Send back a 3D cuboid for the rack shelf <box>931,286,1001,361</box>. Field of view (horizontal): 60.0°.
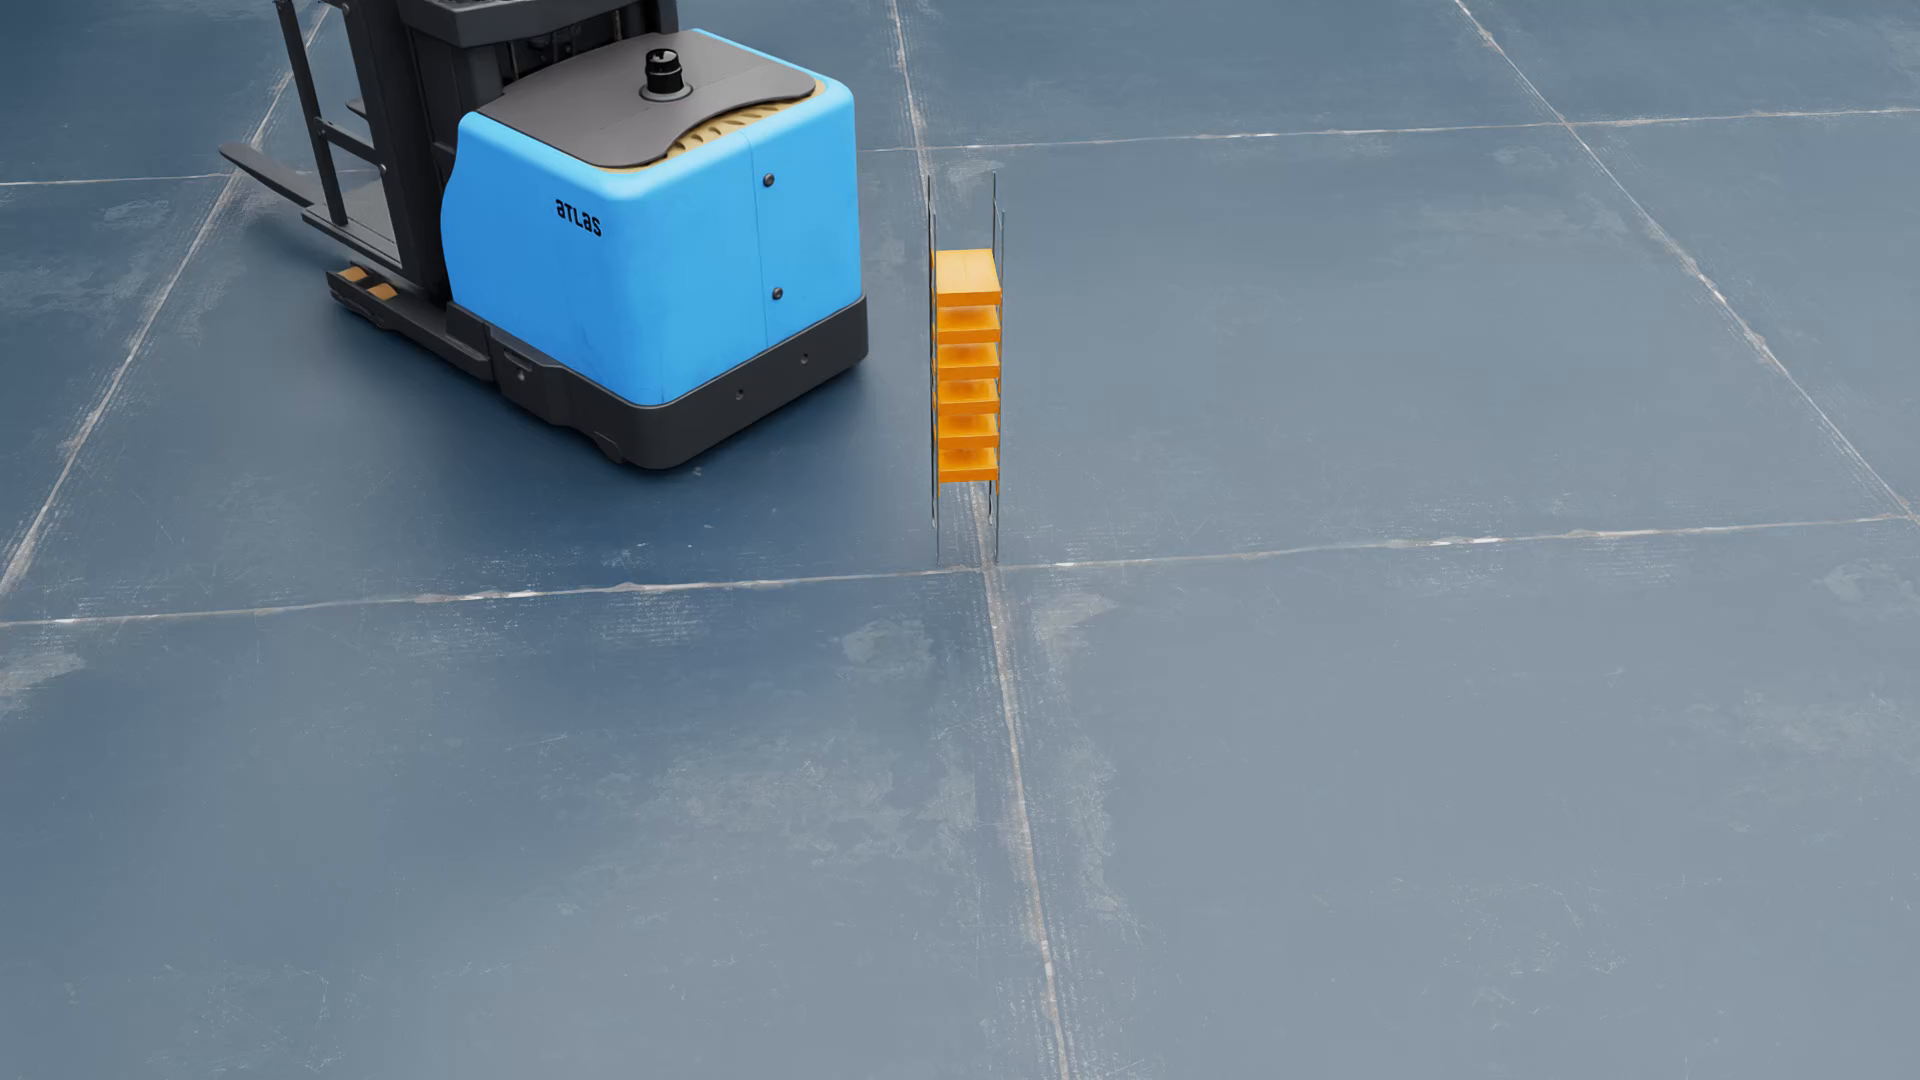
[{"bbox_3d":[0.014,-0.625,4.758,0.180,0.103,0.258,-3,38,-4],"label":"rack shelf"}]

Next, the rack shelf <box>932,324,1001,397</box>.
[{"bbox_3d":[0.014,-0.531,4.833,0.180,0.103,0.258,-3,38,-4],"label":"rack shelf"}]

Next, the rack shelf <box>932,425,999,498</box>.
[{"bbox_3d":[0.014,-0.249,5.056,0.180,0.103,0.258,-3,38,-4],"label":"rack shelf"}]

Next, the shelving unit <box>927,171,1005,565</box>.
[{"bbox_3d":[0.014,-0.472,4.879,0.189,1.200,0.258,-3,38,-4],"label":"shelving unit"}]

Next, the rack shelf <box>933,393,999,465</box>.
[{"bbox_3d":[0.014,-0.343,4.981,0.180,0.103,0.258,-3,38,-4],"label":"rack shelf"}]

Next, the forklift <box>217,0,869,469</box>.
[{"bbox_3d":[-1.767,-2.127,5.651,3.031,2.843,1.129,29,47,31],"label":"forklift"}]

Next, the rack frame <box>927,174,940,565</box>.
[{"bbox_3d":[-0.077,-0.467,4.873,0.006,1.200,0.240,-3,38,-4],"label":"rack frame"}]

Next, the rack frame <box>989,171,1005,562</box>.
[{"bbox_3d":[0.106,-0.477,4.886,0.006,1.200,0.240,-3,38,-4],"label":"rack frame"}]
